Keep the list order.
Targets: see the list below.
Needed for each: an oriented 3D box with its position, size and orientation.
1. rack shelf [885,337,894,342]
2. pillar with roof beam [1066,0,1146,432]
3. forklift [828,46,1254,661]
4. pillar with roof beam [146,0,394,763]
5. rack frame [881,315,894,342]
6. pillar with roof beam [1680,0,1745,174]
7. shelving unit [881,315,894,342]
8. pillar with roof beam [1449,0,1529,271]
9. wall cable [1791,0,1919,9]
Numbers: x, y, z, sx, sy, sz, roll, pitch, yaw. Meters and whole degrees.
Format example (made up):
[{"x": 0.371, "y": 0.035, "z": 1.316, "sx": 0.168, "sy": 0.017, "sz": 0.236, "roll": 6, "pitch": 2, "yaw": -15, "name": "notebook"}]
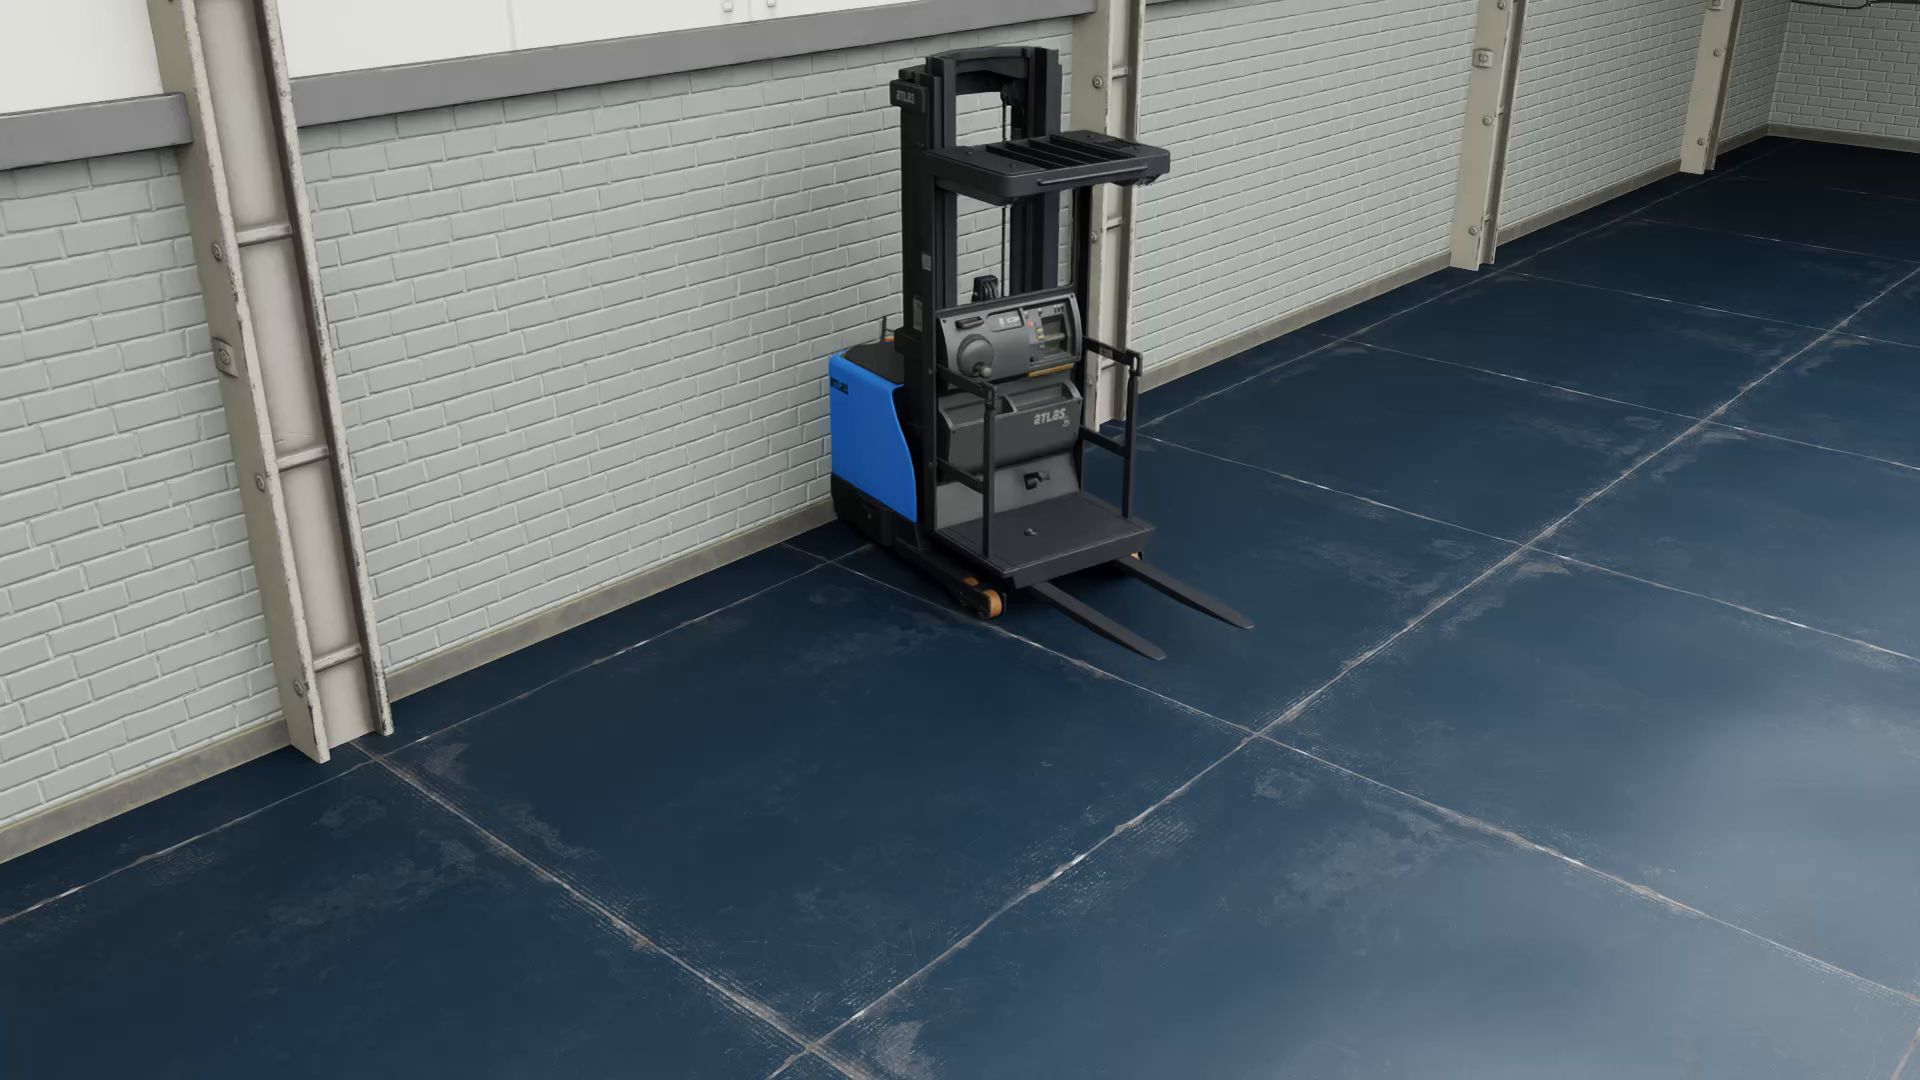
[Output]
[{"x": -0.245, "y": -1.208, "z": 10.548, "sx": 0.258, "sy": 0.148, "sz": 0.480, "roll": 19, "pitch": 20, "yaw": 39, "name": "rack shelf"}, {"x": 4.193, "y": -3.800, "z": 7.726, "sx": 9.100, "sy": 9.000, "sz": 0.400, "roll": 20, "pitch": 31, "yaw": 38, "name": "pillar with roof beam"}, {"x": 0.413, "y": -1.119, "z": 9.164, "sx": 1.130, "sy": 2.935, "sz": 3.031, "roll": -16, "pitch": 29, "yaw": -31, "name": "forklift"}, {"x": 0.188, "y": -1.972, "z": 3.649, "sx": 9.100, "sy": 9.000, "sz": 0.400, "roll": 20, "pitch": 31, "yaw": 38, "name": "pillar with roof beam"}, {"x": -0.446, "y": -0.798, "z": 10.474, "sx": 0.240, "sy": 1.200, "sz": 0.015, "roll": 19, "pitch": 20, "yaw": 39, "name": "rack frame"}, {"x": 12.202, "y": -7.456, "z": 15.880, "sx": 9.100, "sy": 9.000, "sz": 0.400, "roll": 20, "pitch": 31, "yaw": 38, "name": "pillar with roof beam"}, {"x": -0.284, "y": -0.832, "z": 10.653, "sx": 0.258, "sy": 1.200, "sz": 0.503, "roll": 19, "pitch": 20, "yaw": 39, "name": "shelving unit"}, {"x": 8.197, "y": -5.628, "z": 11.803, "sx": 9.100, "sy": 9.000, "sz": 0.400, "roll": 20, "pitch": 31, "yaw": 38, "name": "pillar with roof beam"}, {"x": 11.947, "y": -7.751, "z": 20.334, "sx": 3.097, "sy": 2.526, "sz": 0.112, "roll": 20, "pitch": 31, "yaw": 38, "name": "wall cable"}]
